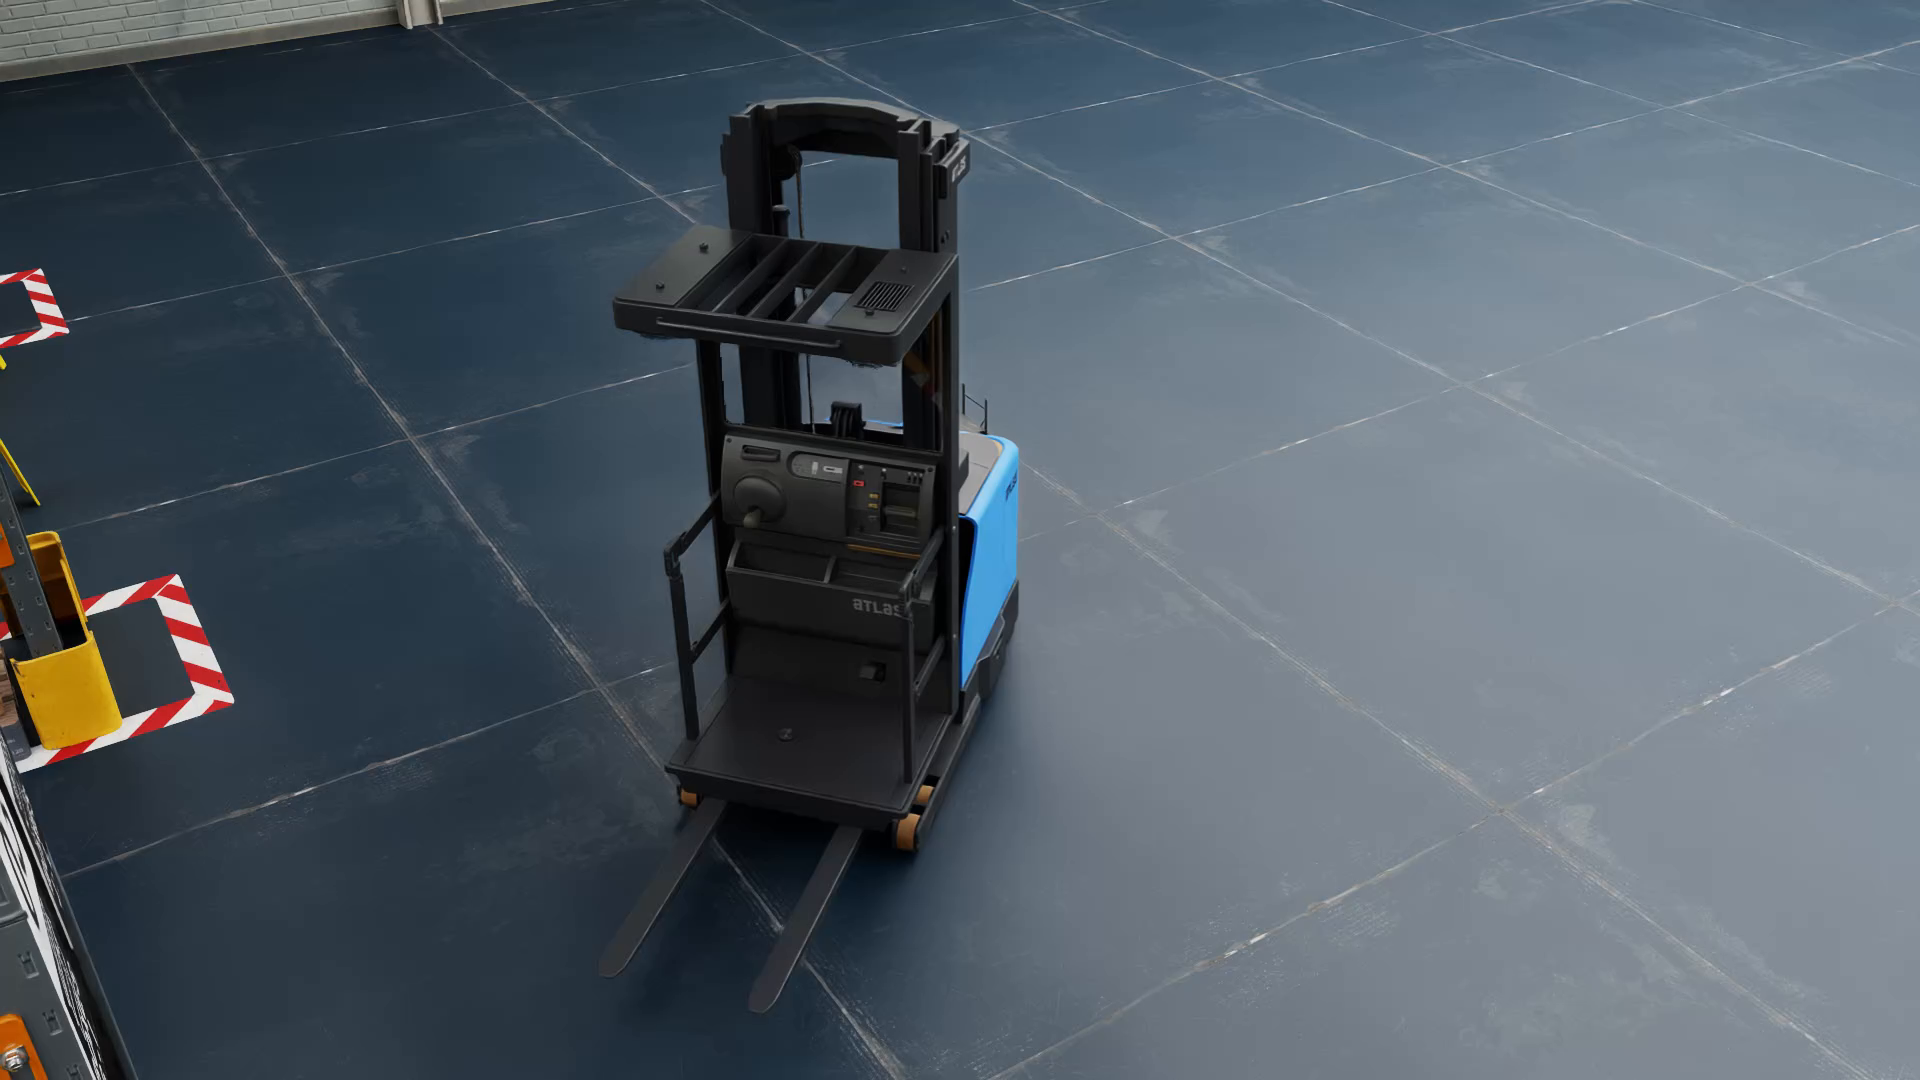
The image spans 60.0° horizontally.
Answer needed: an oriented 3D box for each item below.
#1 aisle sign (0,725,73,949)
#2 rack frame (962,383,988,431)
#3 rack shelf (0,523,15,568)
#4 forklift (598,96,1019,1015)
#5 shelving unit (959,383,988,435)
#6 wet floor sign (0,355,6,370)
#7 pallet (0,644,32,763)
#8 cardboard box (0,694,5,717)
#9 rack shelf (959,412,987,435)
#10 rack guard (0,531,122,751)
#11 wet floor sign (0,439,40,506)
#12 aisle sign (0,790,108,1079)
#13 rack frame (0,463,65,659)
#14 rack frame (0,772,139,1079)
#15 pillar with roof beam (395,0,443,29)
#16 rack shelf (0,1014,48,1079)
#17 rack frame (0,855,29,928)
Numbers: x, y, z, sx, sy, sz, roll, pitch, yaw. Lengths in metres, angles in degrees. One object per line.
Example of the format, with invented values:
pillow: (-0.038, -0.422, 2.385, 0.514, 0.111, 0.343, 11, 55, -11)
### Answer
aisle sign: (-1.927, 0.417, 3.341, 0.004, 0.787, 0.394, -19, 37, -27)
rack frame: (0.079, -0.408, 9.053, 0.006, 0.900, 0.240, -19, 37, -27)
rack shelf: (-6.100, 0.298, 6.640, 4.000, 0.370, 1.077, -19, 37, -27)
forklift: (-0.610, -0.141, 6.727, 1.130, 2.935, 3.031, 9, 33, 14)
shelving unit: (-0.007, -0.378, 9.006, 0.210, 0.900, 0.258, -19, 37, -27)
wet floor sign: (-6.447, -1.354, 10.792, 0.232, 0.644, 0.267, -7, 33, -11)
pallet: (-5.049, 0.861, 7.687, 1.213, 0.211, 1.003, -19, 37, -27)
cardboard box: (-4.954, 0.362, 7.462, 0.875, 0.875, 0.875, -19, 37, -27)
rack shelf: (-0.007, -0.578, 8.880, 0.200, 0.077, 0.258, -19, 37, -27)
rack guard: (-4.399, 0.466, 8.043, 0.348, 0.500, 1.175, -19, 37, -27)
wet floor sign: (-5.468, -0.485, 9.414, 0.232, 0.644, 0.267, -26, 41, -35)
aisle sign: (-1.602, 0.686, 2.914, 0.004, 0.787, 0.394, -19, 37, -27)
rack frame: (-4.419, -0.584, 7.365, 0.127, 3.000, 1.000, -19, 37, -27)
rack frame: (-1.817, 1.669, 3.793, 0.127, 3.000, 1.000, -19, 37, -27)
pillar with roof beam: (-3.577, -7.544, 12.775, 0.400, 9.000, 9.100, -19, 37, -27)
rack shelf: (-3.498, 1.283, 2.268, 4.000, 0.370, 1.077, -19, 37, -27)
rack frame: (-1.817, -0.868, 2.192, 0.127, 3.000, 1.000, -19, 37, -27)
